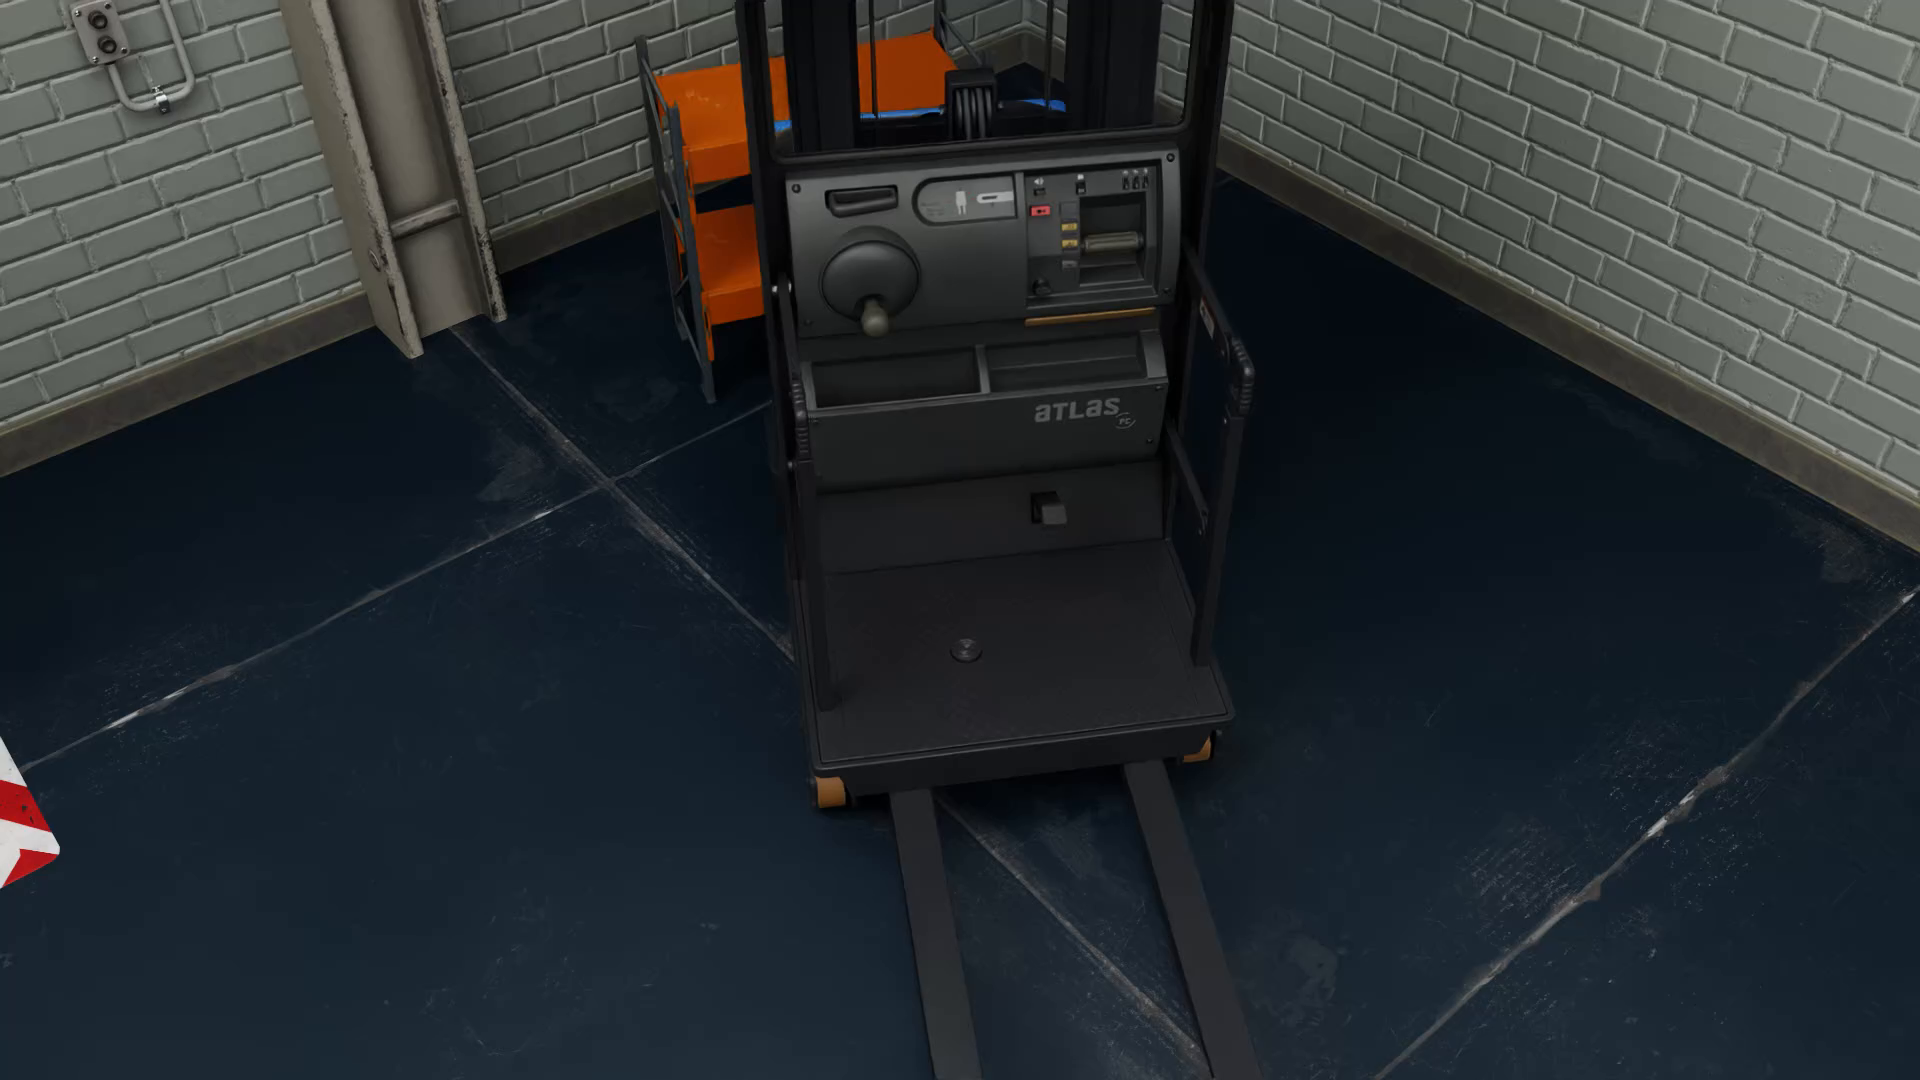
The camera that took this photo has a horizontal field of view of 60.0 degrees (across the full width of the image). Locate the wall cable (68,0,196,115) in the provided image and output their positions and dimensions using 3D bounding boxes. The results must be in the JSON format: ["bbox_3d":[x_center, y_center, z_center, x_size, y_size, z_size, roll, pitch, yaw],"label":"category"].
[{"bbox_3d":[-3.050,-1.696,4.122,1.851,1.984,0.084,-30,51,-28],"label":"wall cable"}]

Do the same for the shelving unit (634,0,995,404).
[{"bbox_3d":[-0.466,-1.165,5.668,1.048,1.125,0.538,-14,45,-14],"label":"shelving unit"}]

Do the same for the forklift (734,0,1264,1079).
[{"bbox_3d":[0.099,-0.617,3.766,1.130,2.935,3.031,-6,44,-7],"label":"forklift"}]

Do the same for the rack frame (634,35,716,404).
[{"bbox_3d":[-0.944,-1.046,5.542,0.032,1.125,0.500,-14,45,-14],"label":"rack frame"}]

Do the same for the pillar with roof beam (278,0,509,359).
[{"bbox_3d":[0.853,-1.832,0.628,0.400,9.000,9.100,-30,51,-28],"label":"pillar with roof beam"}]

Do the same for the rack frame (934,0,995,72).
[{"bbox_3d":[0.012,-1.283,5.795,0.032,1.125,0.500,-14,45,-14],"label":"rack frame"}]

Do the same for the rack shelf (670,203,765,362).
[{"bbox_3d":[-0.466,-0.986,5.836,1.000,0.278,0.538,-14,45,-14],"label":"rack shelf"}]

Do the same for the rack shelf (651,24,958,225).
[{"bbox_3d":[-0.466,-1.378,5.468,1.000,0.278,0.538,-14,45,-14],"label":"rack shelf"}]
